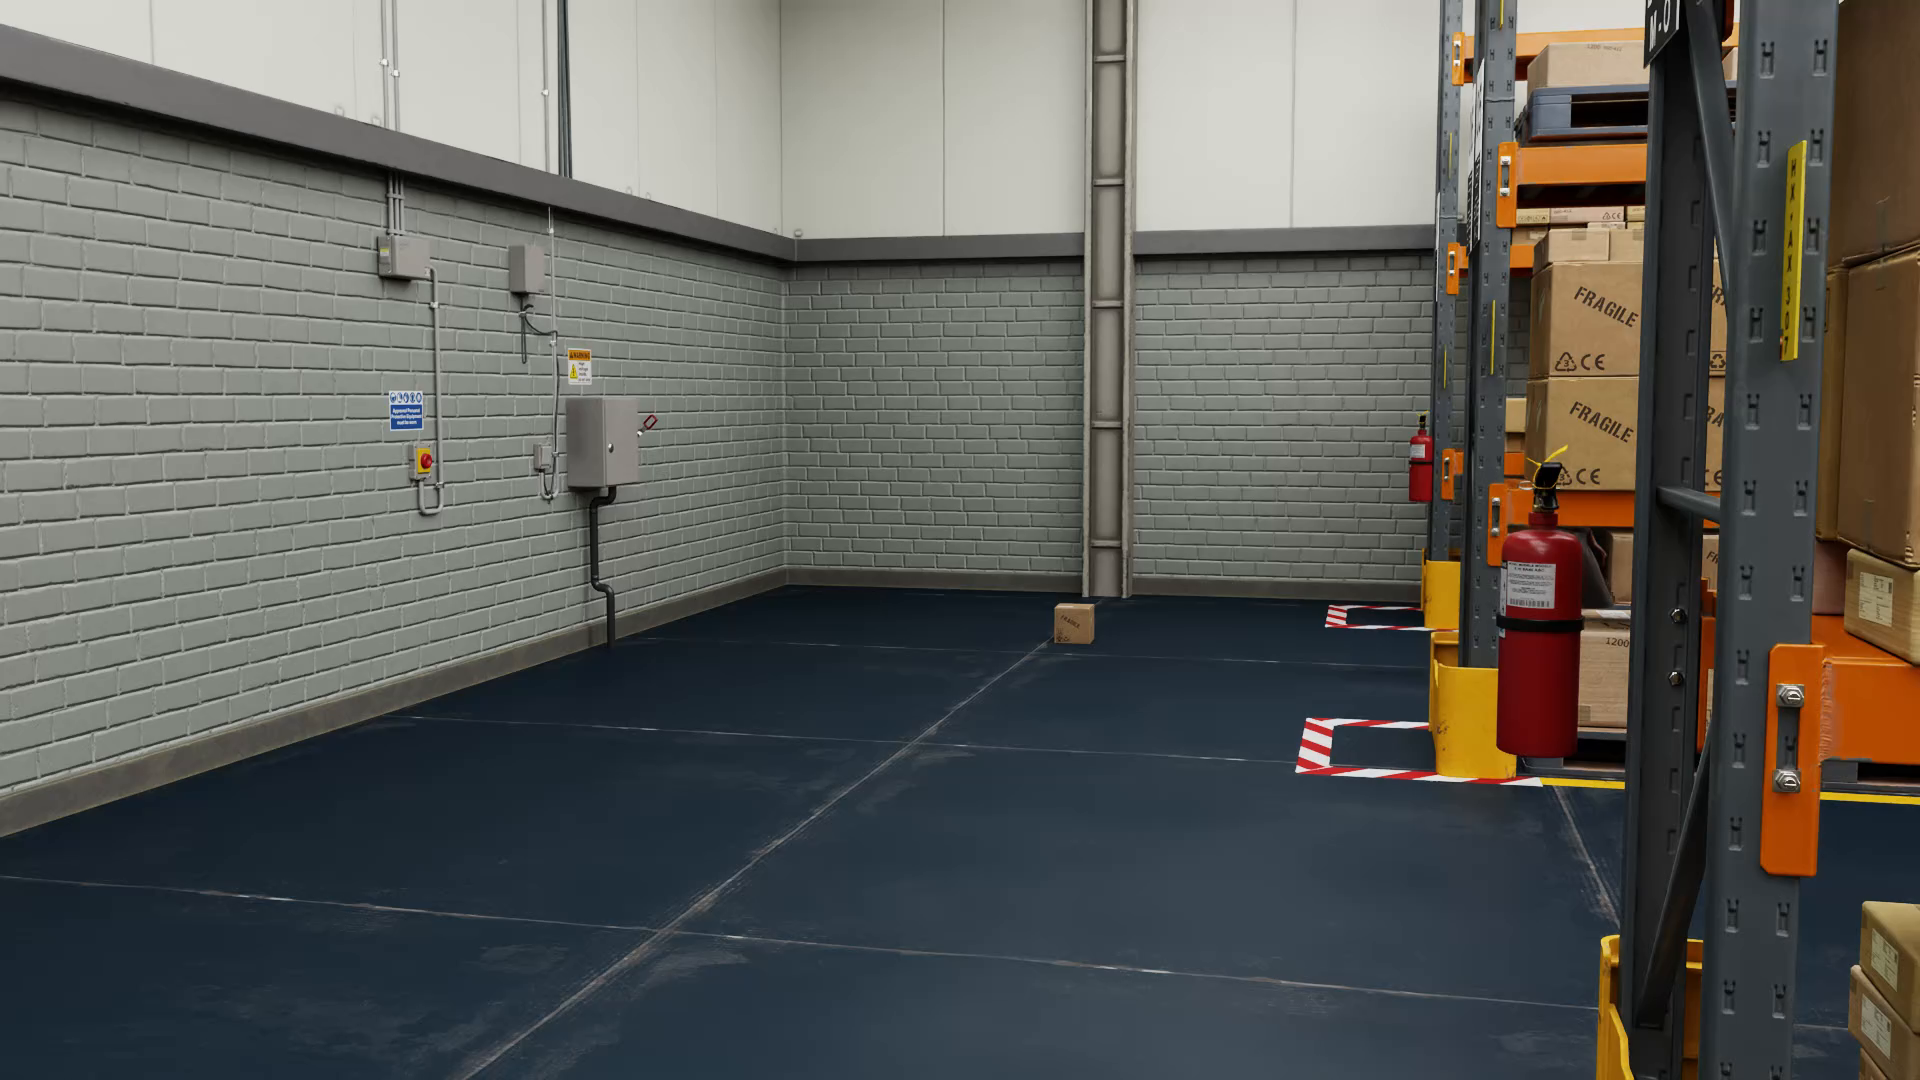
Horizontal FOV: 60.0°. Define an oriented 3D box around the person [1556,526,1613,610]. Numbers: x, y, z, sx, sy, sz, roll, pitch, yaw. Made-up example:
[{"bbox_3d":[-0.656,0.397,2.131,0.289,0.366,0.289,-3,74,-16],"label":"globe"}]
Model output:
[{"bbox_3d":[3.611,0.037,9.871,0.972,1.608,0.496,2,5,24],"label":"person"}]
